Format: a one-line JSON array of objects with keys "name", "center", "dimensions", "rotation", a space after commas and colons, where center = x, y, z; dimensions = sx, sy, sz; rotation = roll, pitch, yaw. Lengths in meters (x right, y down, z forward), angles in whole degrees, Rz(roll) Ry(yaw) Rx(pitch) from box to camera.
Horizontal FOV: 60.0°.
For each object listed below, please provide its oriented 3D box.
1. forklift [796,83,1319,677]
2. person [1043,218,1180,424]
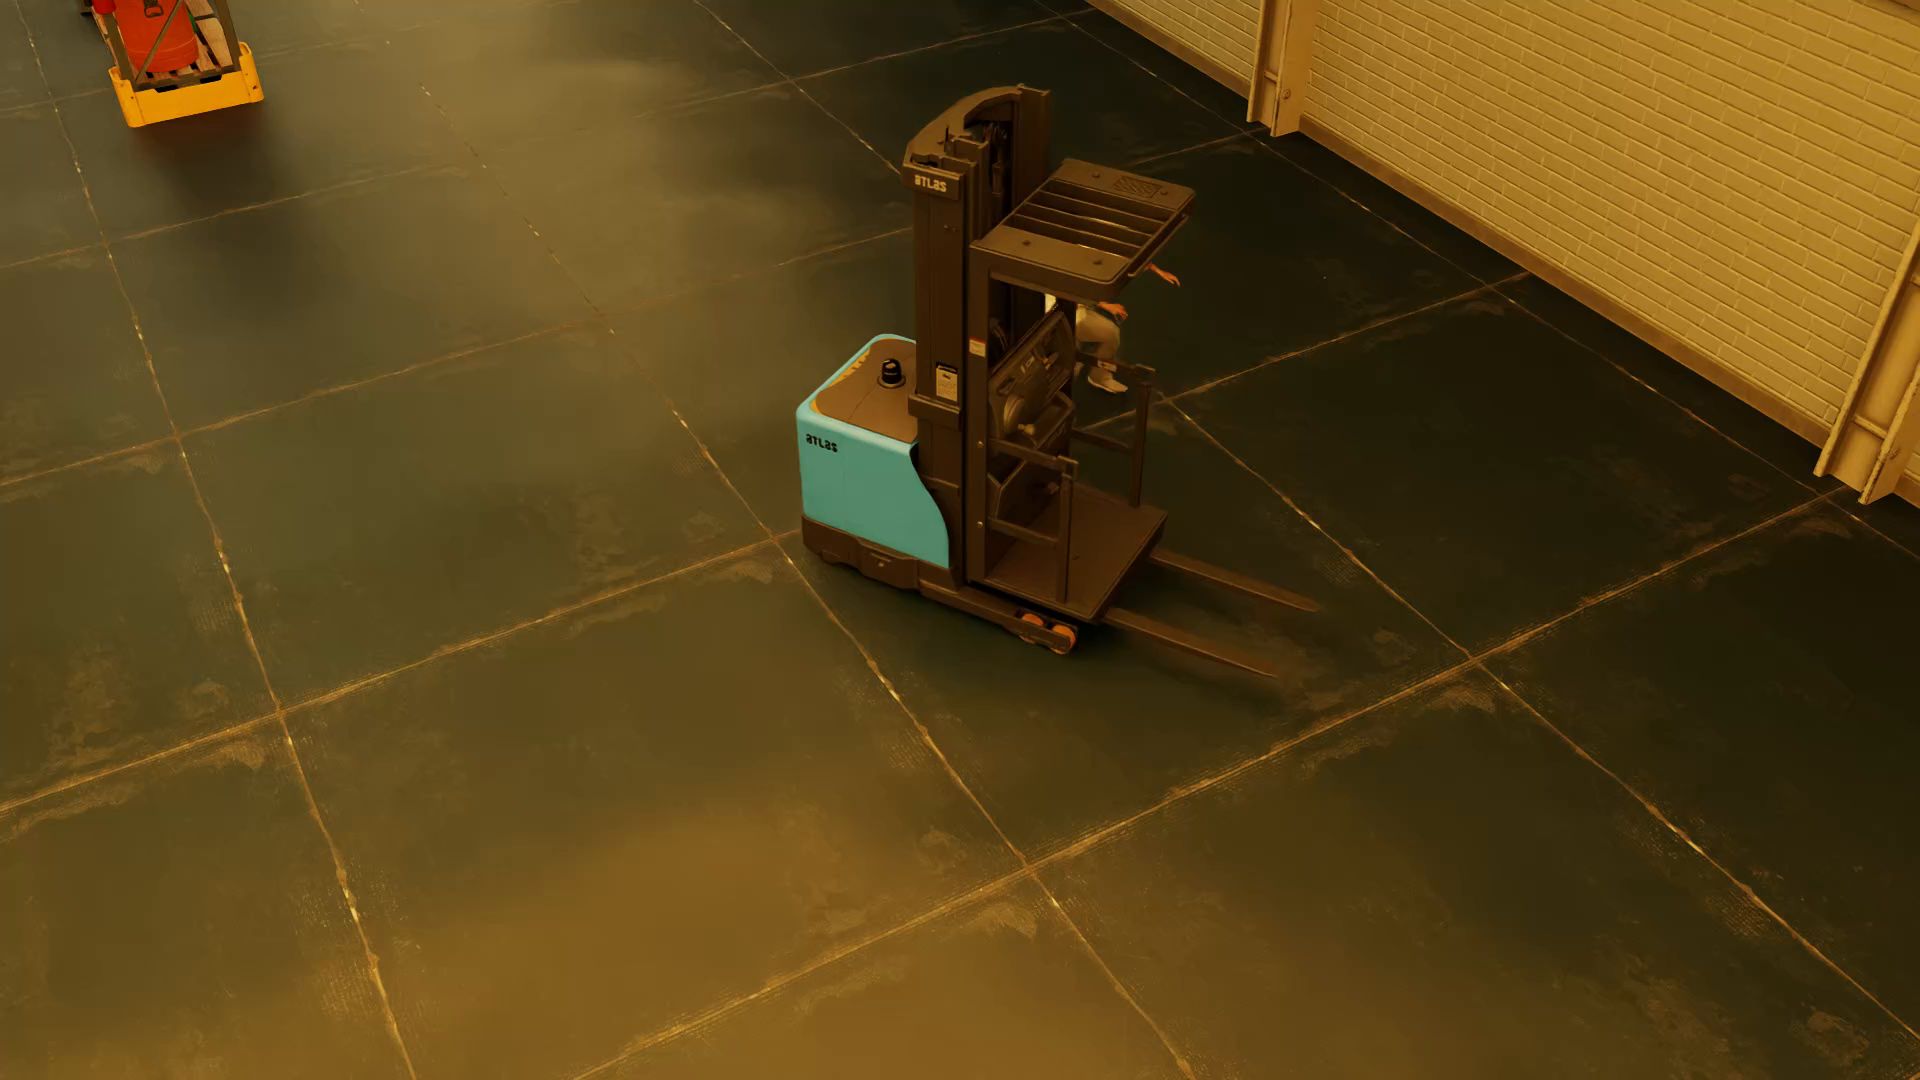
[{"name": "forklift", "center": [0.576, -0.865, 9.079], "dimensions": [3.031, 2.935, 1.130], "rotation": [20, 44, 22]}, {"name": "person", "center": [0.979, -1.437, 10.977], "dimensions": [1.088, 1.460, 0.827], "rotation": [-10, 41, -12]}]
